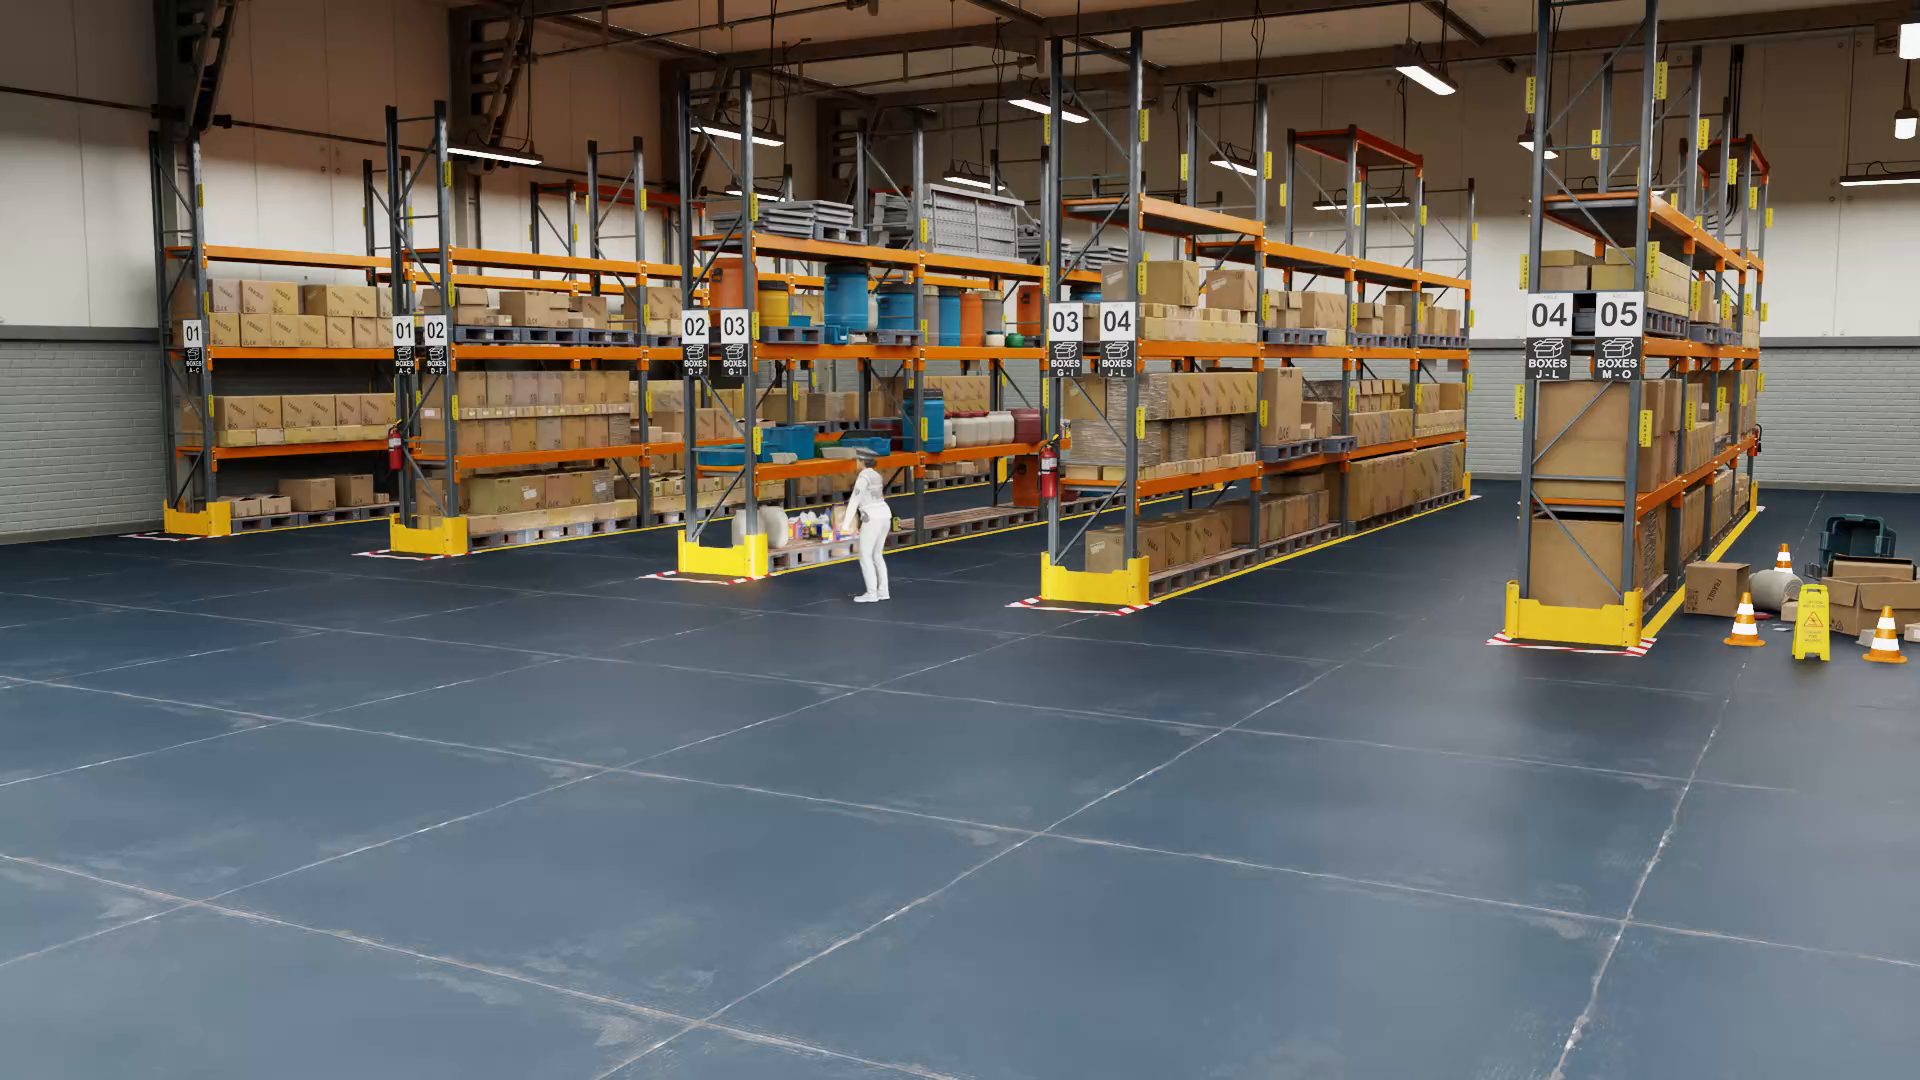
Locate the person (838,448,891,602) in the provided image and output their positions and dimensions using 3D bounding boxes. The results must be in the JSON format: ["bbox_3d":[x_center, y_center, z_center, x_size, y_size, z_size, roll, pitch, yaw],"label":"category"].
[{"bbox_3d":[-1.026,-0.168,17.993,0.534,1.665,0.415,3,7,27],"label":"person"}]
